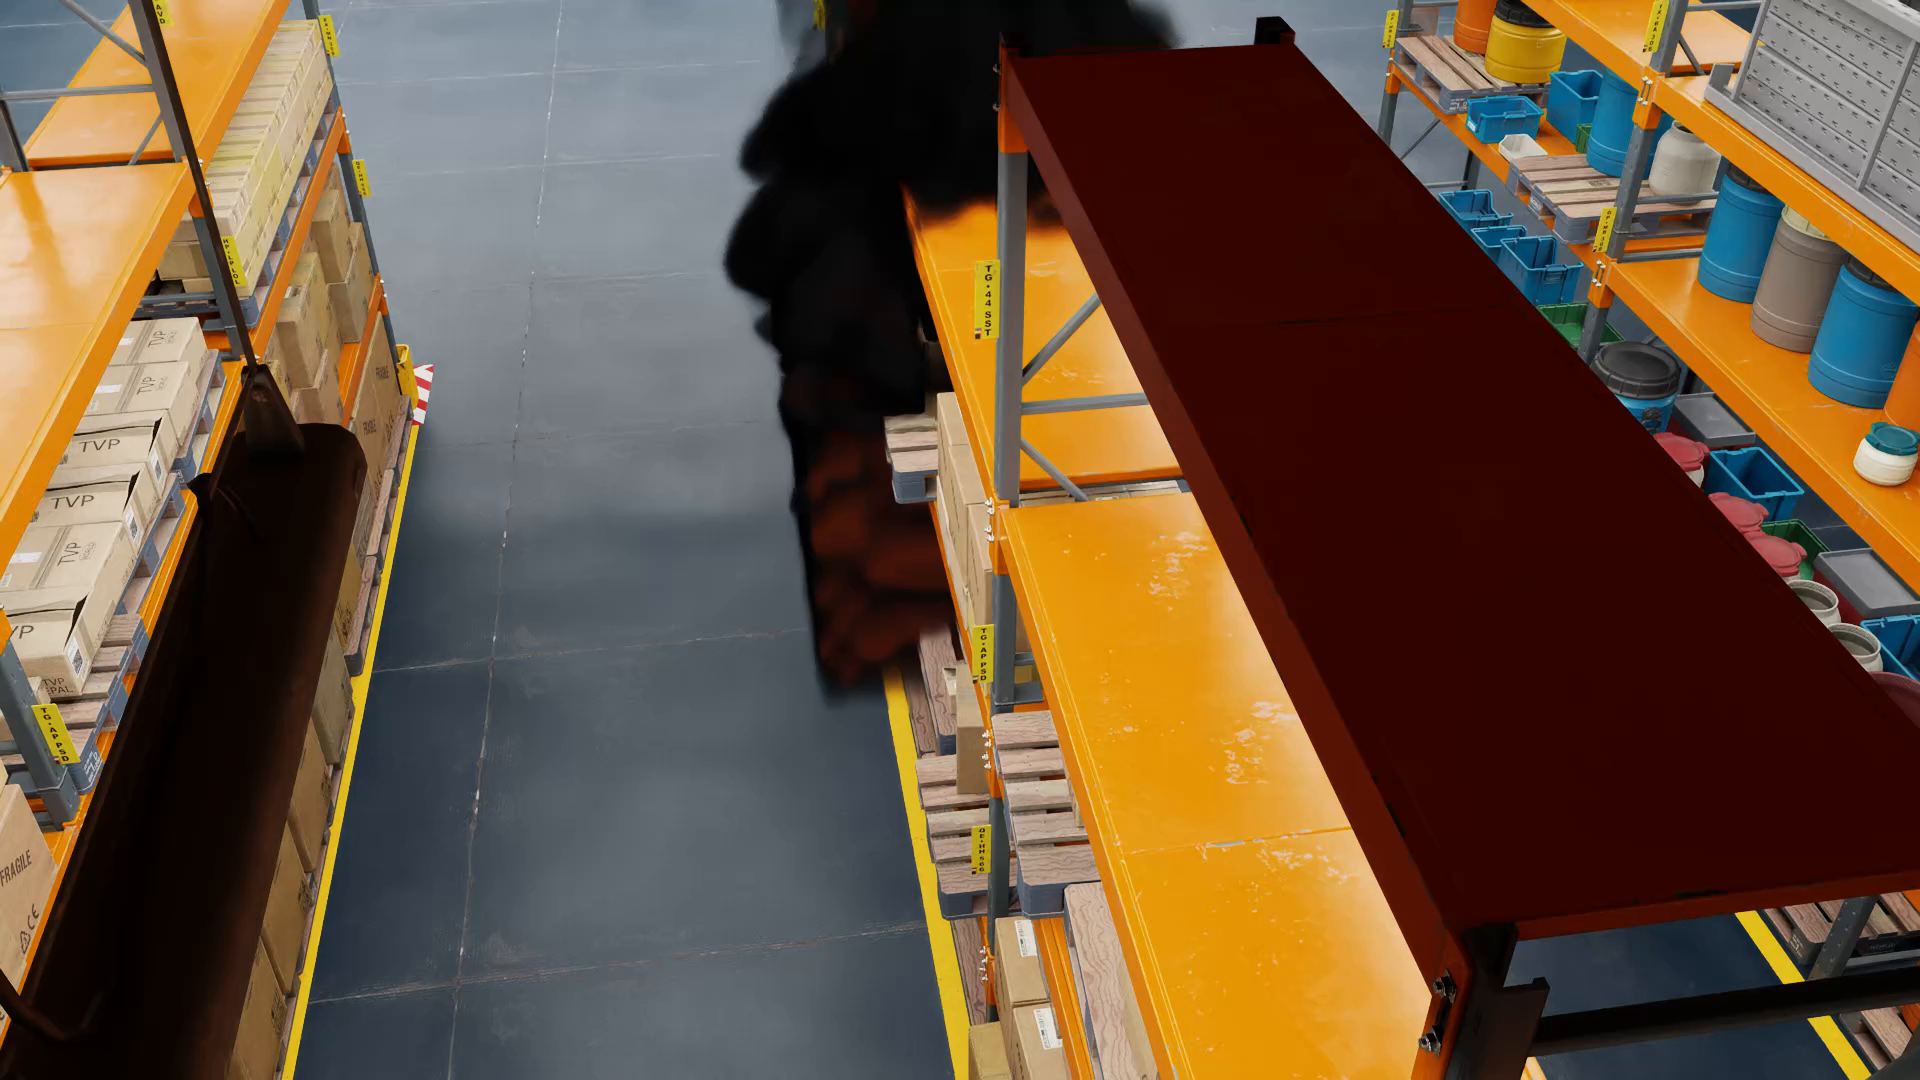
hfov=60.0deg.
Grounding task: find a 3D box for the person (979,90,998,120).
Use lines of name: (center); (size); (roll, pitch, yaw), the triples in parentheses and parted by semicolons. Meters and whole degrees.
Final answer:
person: (0.200, -4.468, 18.160); (0.815, 1.623, 0.588); (12, 38, 15)
